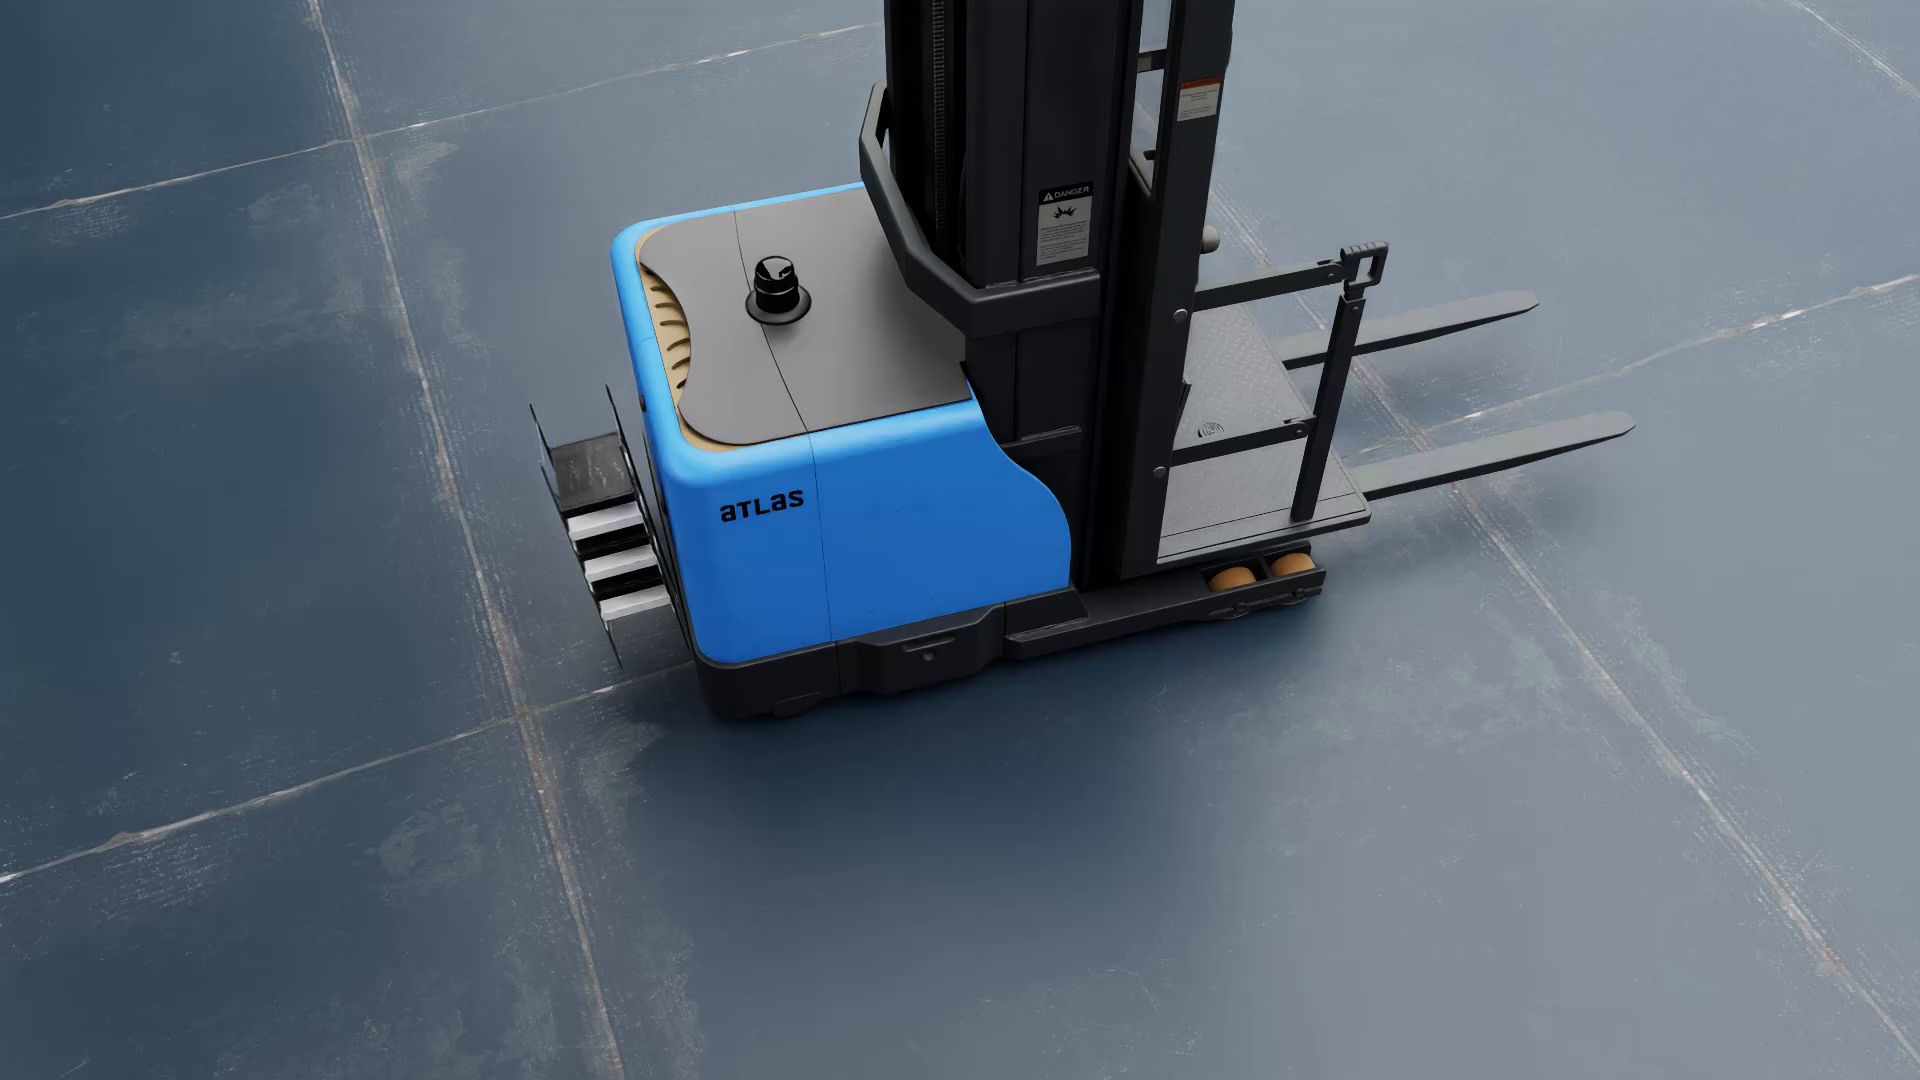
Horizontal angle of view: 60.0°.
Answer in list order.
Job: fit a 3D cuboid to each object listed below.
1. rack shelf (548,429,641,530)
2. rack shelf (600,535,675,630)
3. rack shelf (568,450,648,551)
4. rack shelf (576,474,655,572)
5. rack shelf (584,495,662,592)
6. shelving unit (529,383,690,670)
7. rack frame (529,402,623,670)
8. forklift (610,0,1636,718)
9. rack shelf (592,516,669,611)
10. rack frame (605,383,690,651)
[{"bbox_3d":[-0.986,-0.166,4.479,0.200,0.077,0.258,-15,51,-7],"label":"rack shelf"},{"bbox_3d":[-0.954,0.119,4.826,0.200,0.077,0.258,-15,51,-7],"label":"rack shelf"},{"bbox_3d":[-0.979,-0.109,4.549,0.200,0.077,0.258,-15,51,-7],"label":"rack shelf"},{"bbox_3d":[-0.973,-0.052,4.618,0.200,0.077,0.258,-15,51,-7],"label":"rack shelf"},{"bbox_3d":[-0.967,0.005,4.687,0.200,0.077,0.258,-15,51,-7],"label":"rack shelf"},{"bbox_3d":[-0.969,-0.016,4.661,0.210,0.900,0.258,-15,51,-7],"label":"shelving unit"},{"bbox_3d":[-1.066,0.010,4.649,0.006,0.900,0.240,-15,51,-7],"label":"rack frame"},{"bbox_3d":[0.598,-1.089,4.253,3.031,2.935,1.130,-13,51,-11],"label":"forklift"},{"bbox_3d":[-0.960,0.062,4.756,0.200,0.077,0.258,-15,51,-7],"label":"rack shelf"},{"bbox_3d":[-0.872,-0.043,4.674,0.006,0.900,0.240,-15,51,-7],"label":"rack frame"}]
